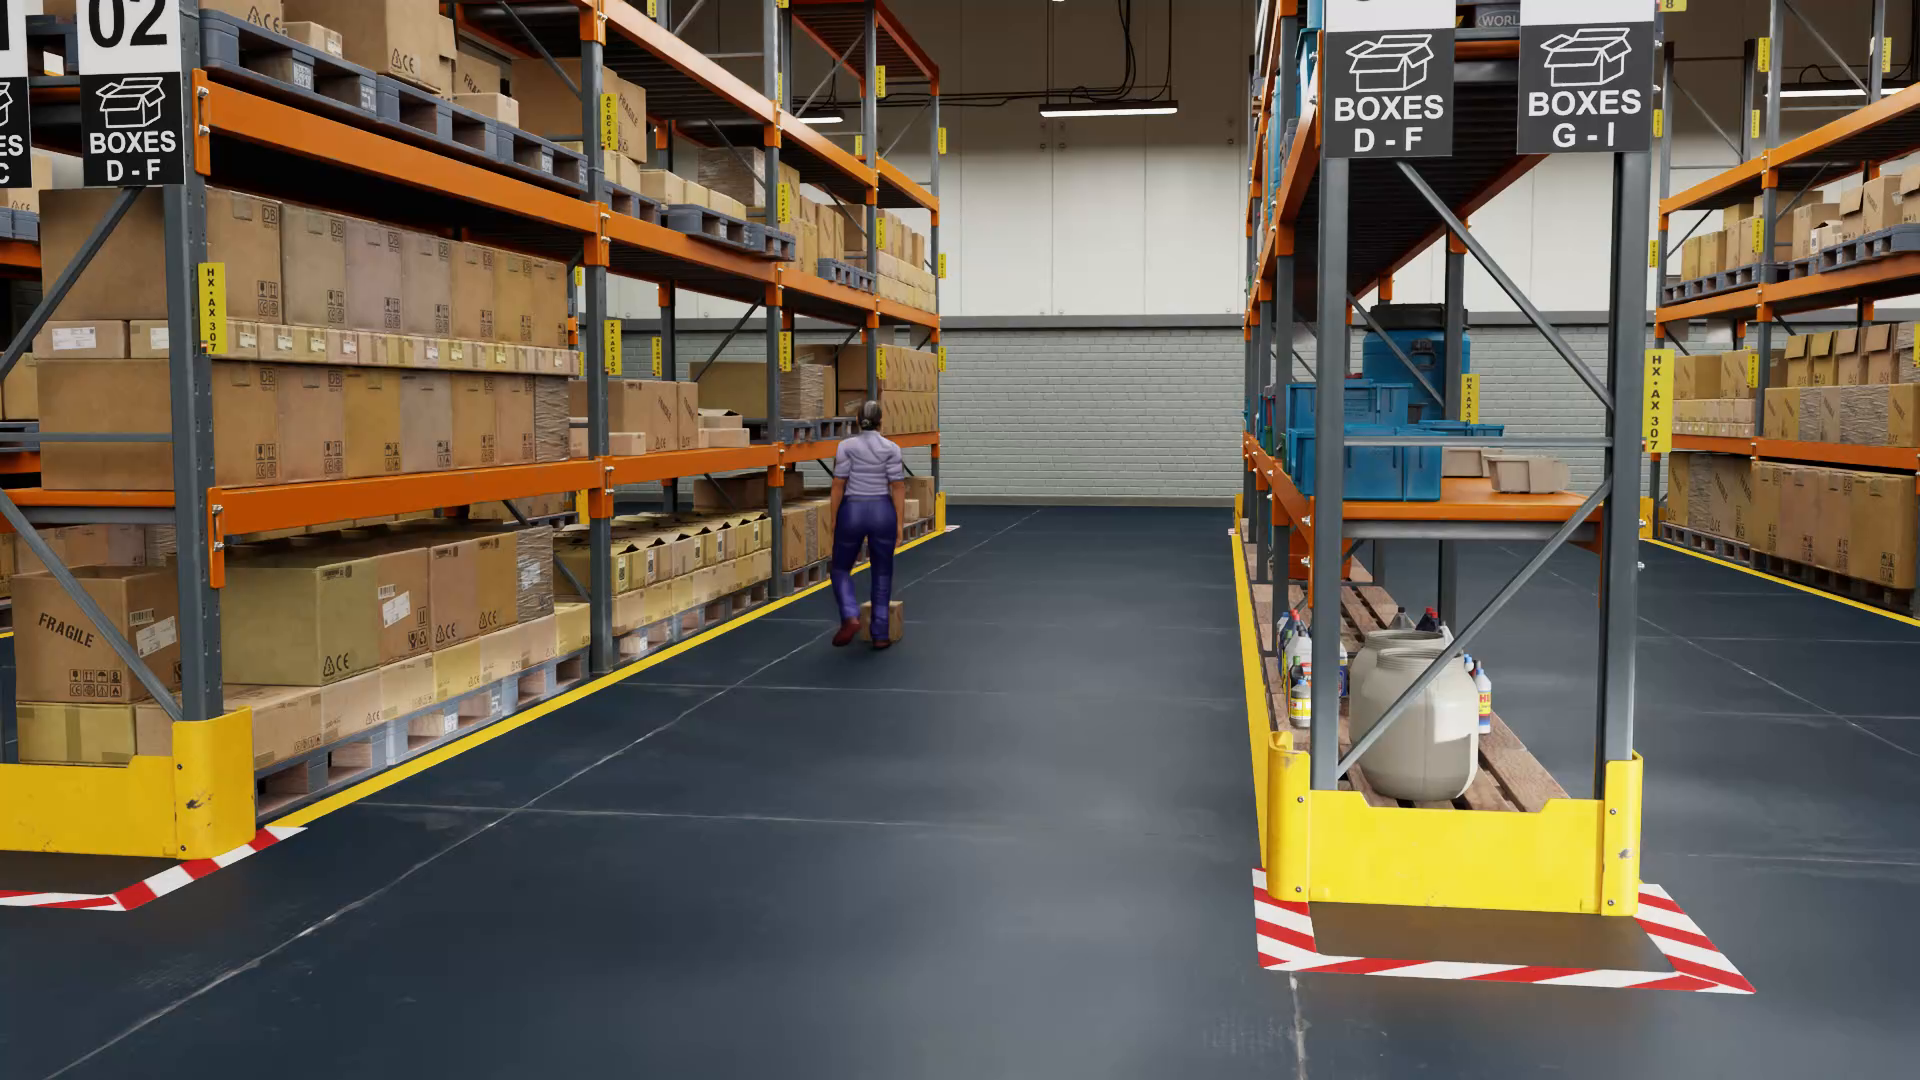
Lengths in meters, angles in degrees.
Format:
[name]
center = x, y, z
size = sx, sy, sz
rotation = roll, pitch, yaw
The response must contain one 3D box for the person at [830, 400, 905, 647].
[person]
center = -0.613, -0.101, 11.064
size = 0.501, 1.649, 0.443
rotation = 0, 5, -5
